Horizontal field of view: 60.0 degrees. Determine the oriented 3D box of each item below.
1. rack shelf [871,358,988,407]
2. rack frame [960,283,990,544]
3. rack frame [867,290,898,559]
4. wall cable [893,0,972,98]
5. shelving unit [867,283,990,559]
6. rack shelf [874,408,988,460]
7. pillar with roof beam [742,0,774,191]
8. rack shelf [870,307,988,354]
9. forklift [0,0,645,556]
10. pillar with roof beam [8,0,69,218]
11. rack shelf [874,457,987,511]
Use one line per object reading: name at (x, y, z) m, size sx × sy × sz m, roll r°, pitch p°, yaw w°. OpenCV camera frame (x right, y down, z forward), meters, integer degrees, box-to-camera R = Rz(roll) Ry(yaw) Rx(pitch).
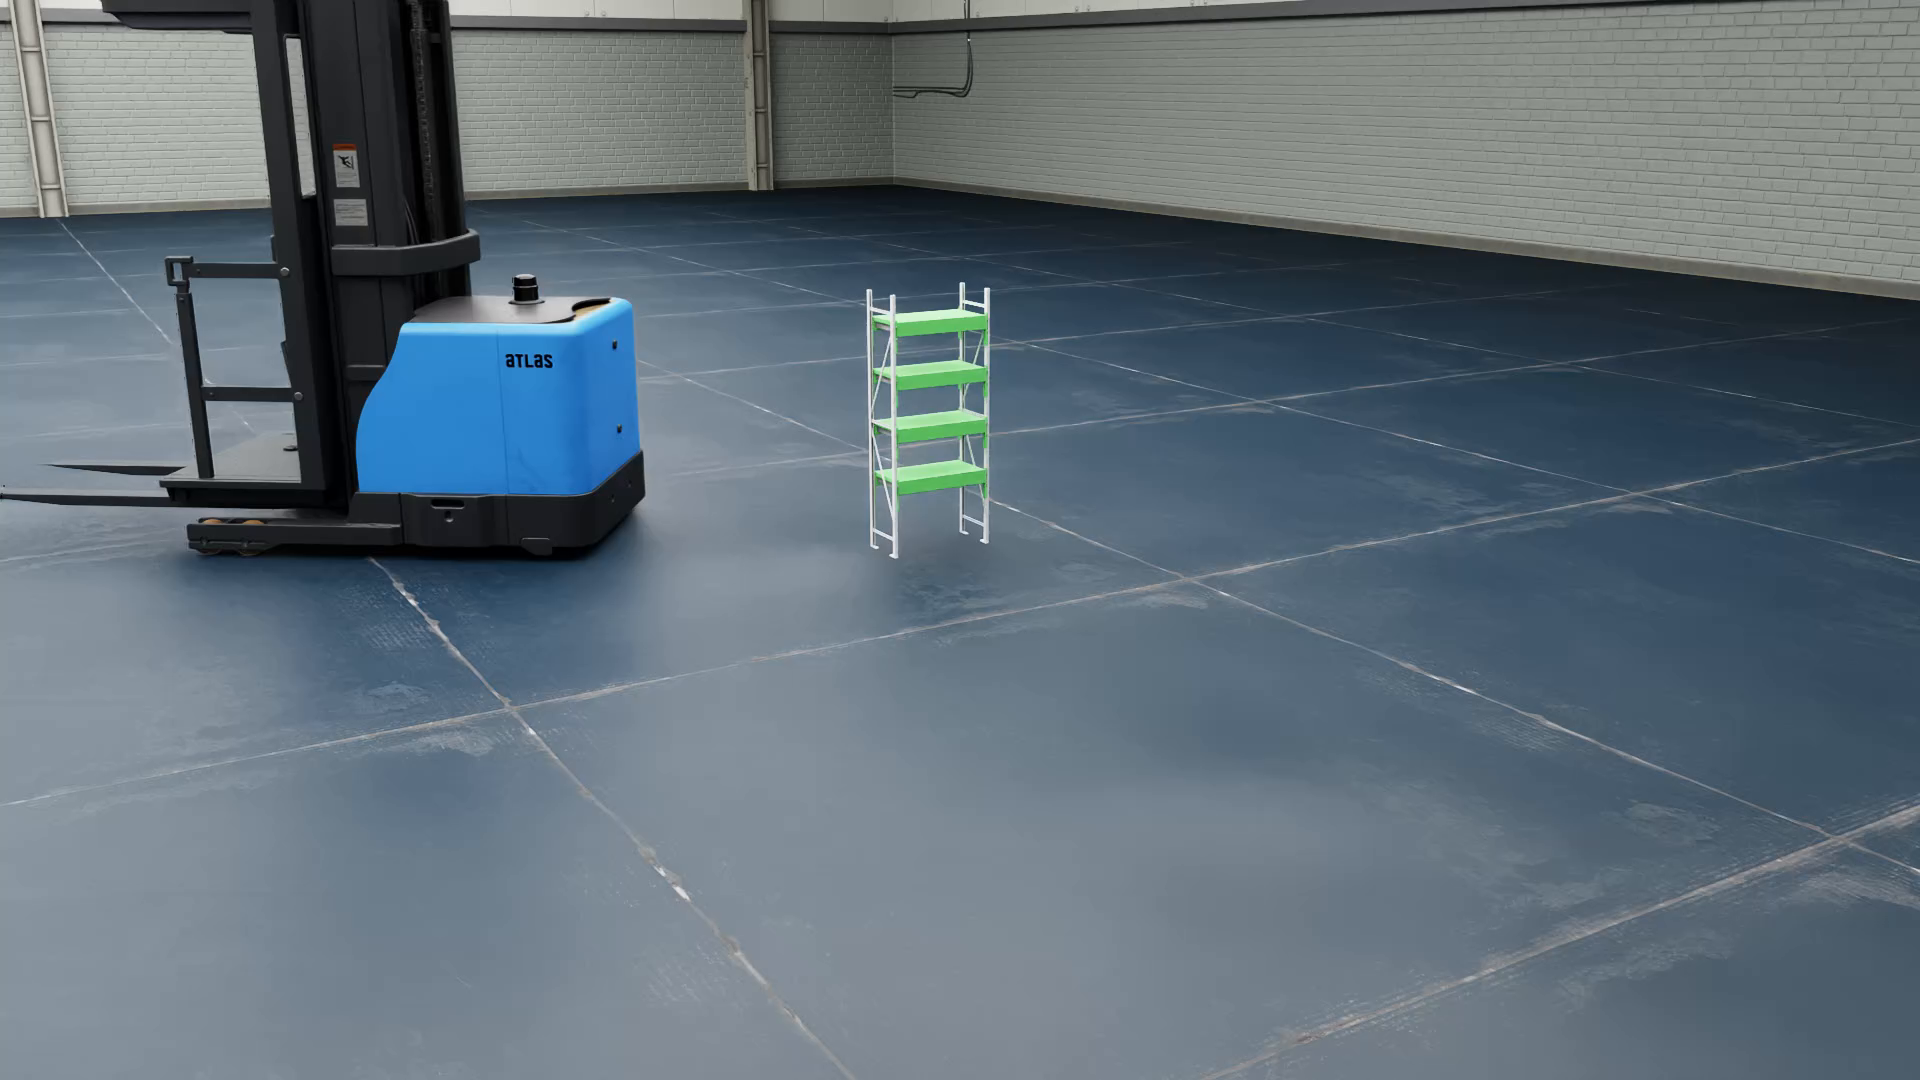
rack shelf at (-0.142, -0.724, 7.618) m, size 0.480 × 0.148 × 0.258 m, roll -9°, pitch 18°, yaw -30°
rack frame at (0.067, -0.589, 7.787) m, size 0.015 × 1.200 × 0.240 m, roll -9°, pitch 18°, yaw -30°
rack frame at (-0.351, -0.521, 7.545) m, size 0.015 × 1.200 × 0.240 m, roll -9°, pitch 18°, yaw -30°
wall cable at (-0.603, -9.647, 31.406) m, size 0.112 × 2.526 × 3.097 m, roll -9°, pitch 18°, yaw -30°
shelving unit at (-0.142, -0.555, 7.666) m, size 0.503 × 1.200 × 0.258 m, roll -9°, pitch 18°, yaw -30°
rack shelf at (-0.142, -0.493, 7.683) m, size 0.480 × 0.148 × 0.258 m, roll -9°, pitch 18°, yaw -30°
pillar with roof beam at (-1.593, -10.043, 27.065) m, size 0.400 × 9.000 × 9.100 m, roll -9°, pitch 18°, yaw -30°
rack shelf at (-0.142, -0.955, 7.553) m, size 0.480 × 0.148 × 0.258 m, roll -9°, pitch 18°, yaw -30°
forklift at (-3.138, -1.476, 7.747) m, size 3.031 × 2.935 × 1.130 m, roll 1°, pitch 16°, yaw 4°
pillar with roof beam at (-11.879, -8.375, 21.114) m, size 0.400 × 9.000 × 9.100 m, roll -9°, pitch 18°, yaw -30°
rack shelf at (-0.142, -0.262, 7.748) m, size 0.480 × 0.148 × 0.258 m, roll -9°, pitch 18°, yaw -30°
